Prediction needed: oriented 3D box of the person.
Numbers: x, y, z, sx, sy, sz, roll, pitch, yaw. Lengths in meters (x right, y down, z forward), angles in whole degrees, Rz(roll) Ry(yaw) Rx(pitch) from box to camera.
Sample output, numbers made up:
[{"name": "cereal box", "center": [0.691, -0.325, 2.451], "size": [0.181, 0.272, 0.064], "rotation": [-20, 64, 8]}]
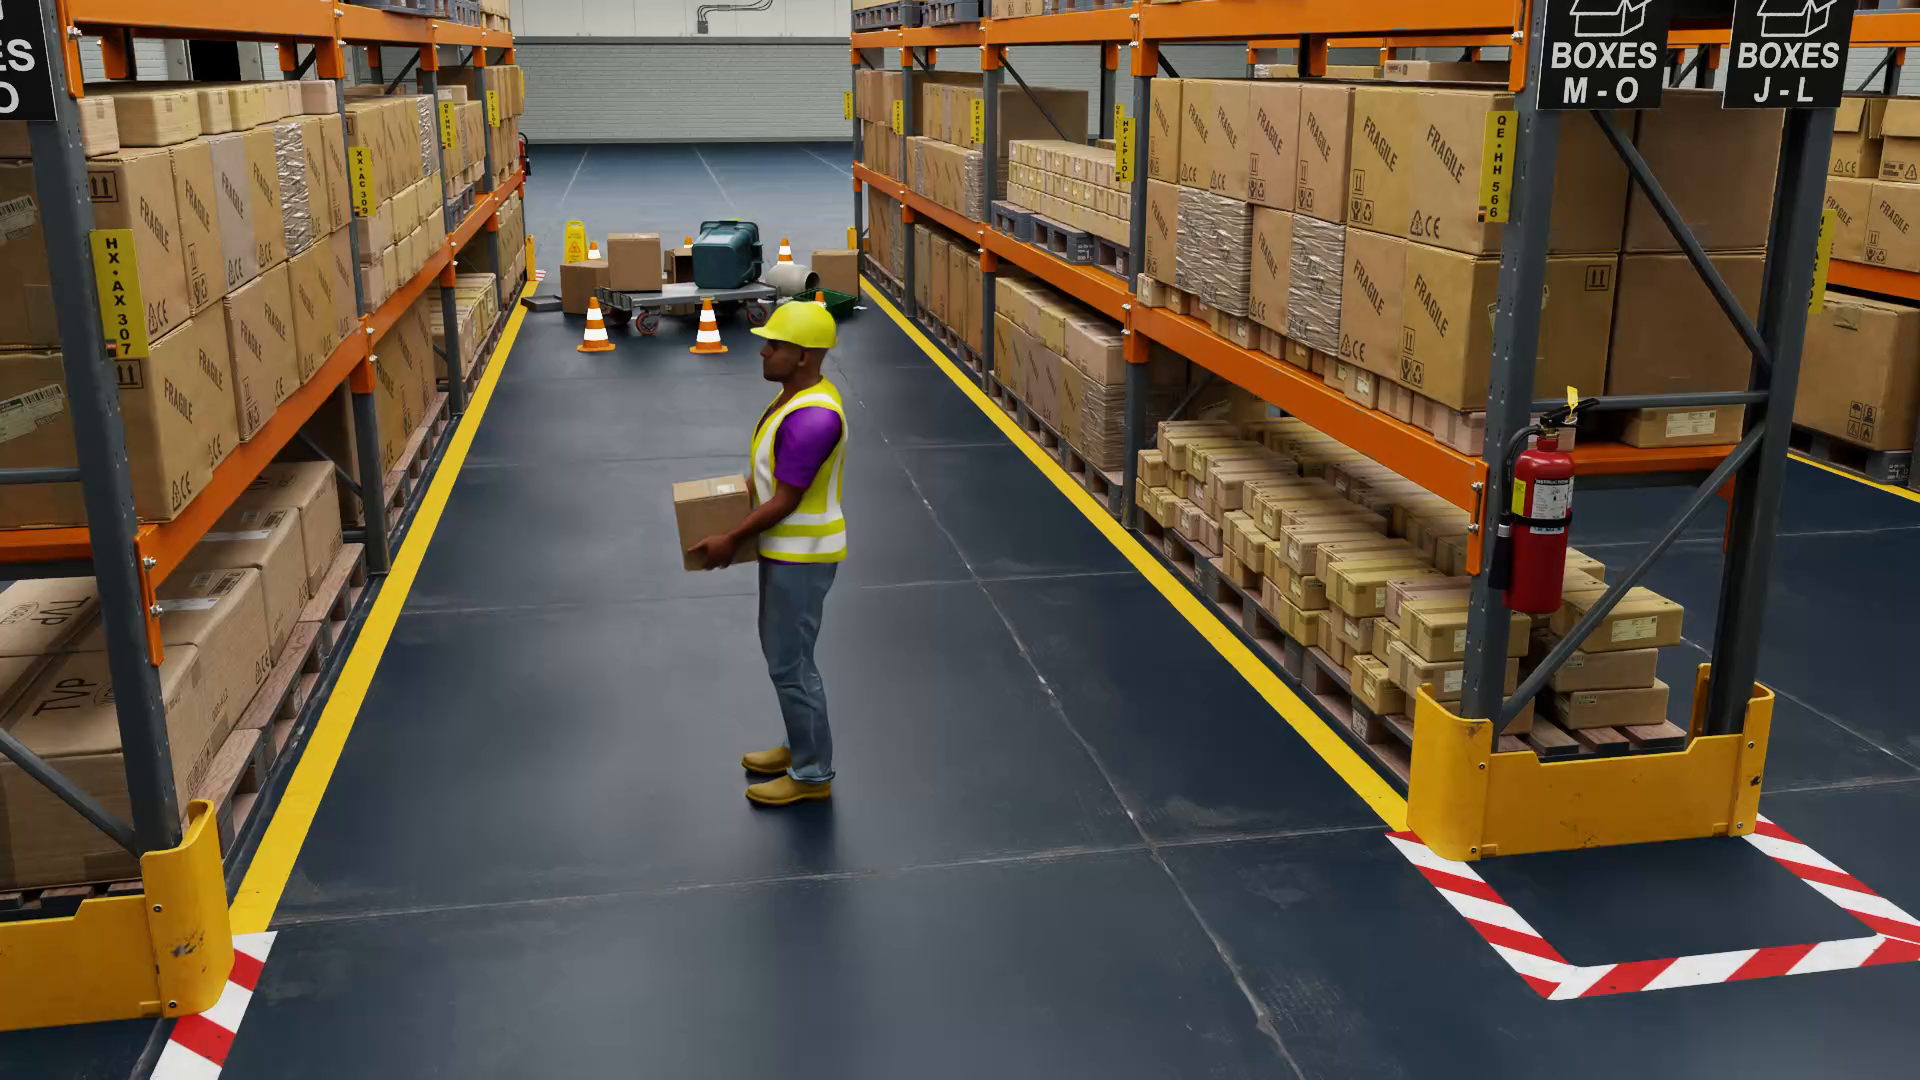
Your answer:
[{"name": "person", "center": [-0.670, 0.051, 5.814], "size": [0.567, 1.769, 0.528], "rotation": [-3, 17, -11]}]
